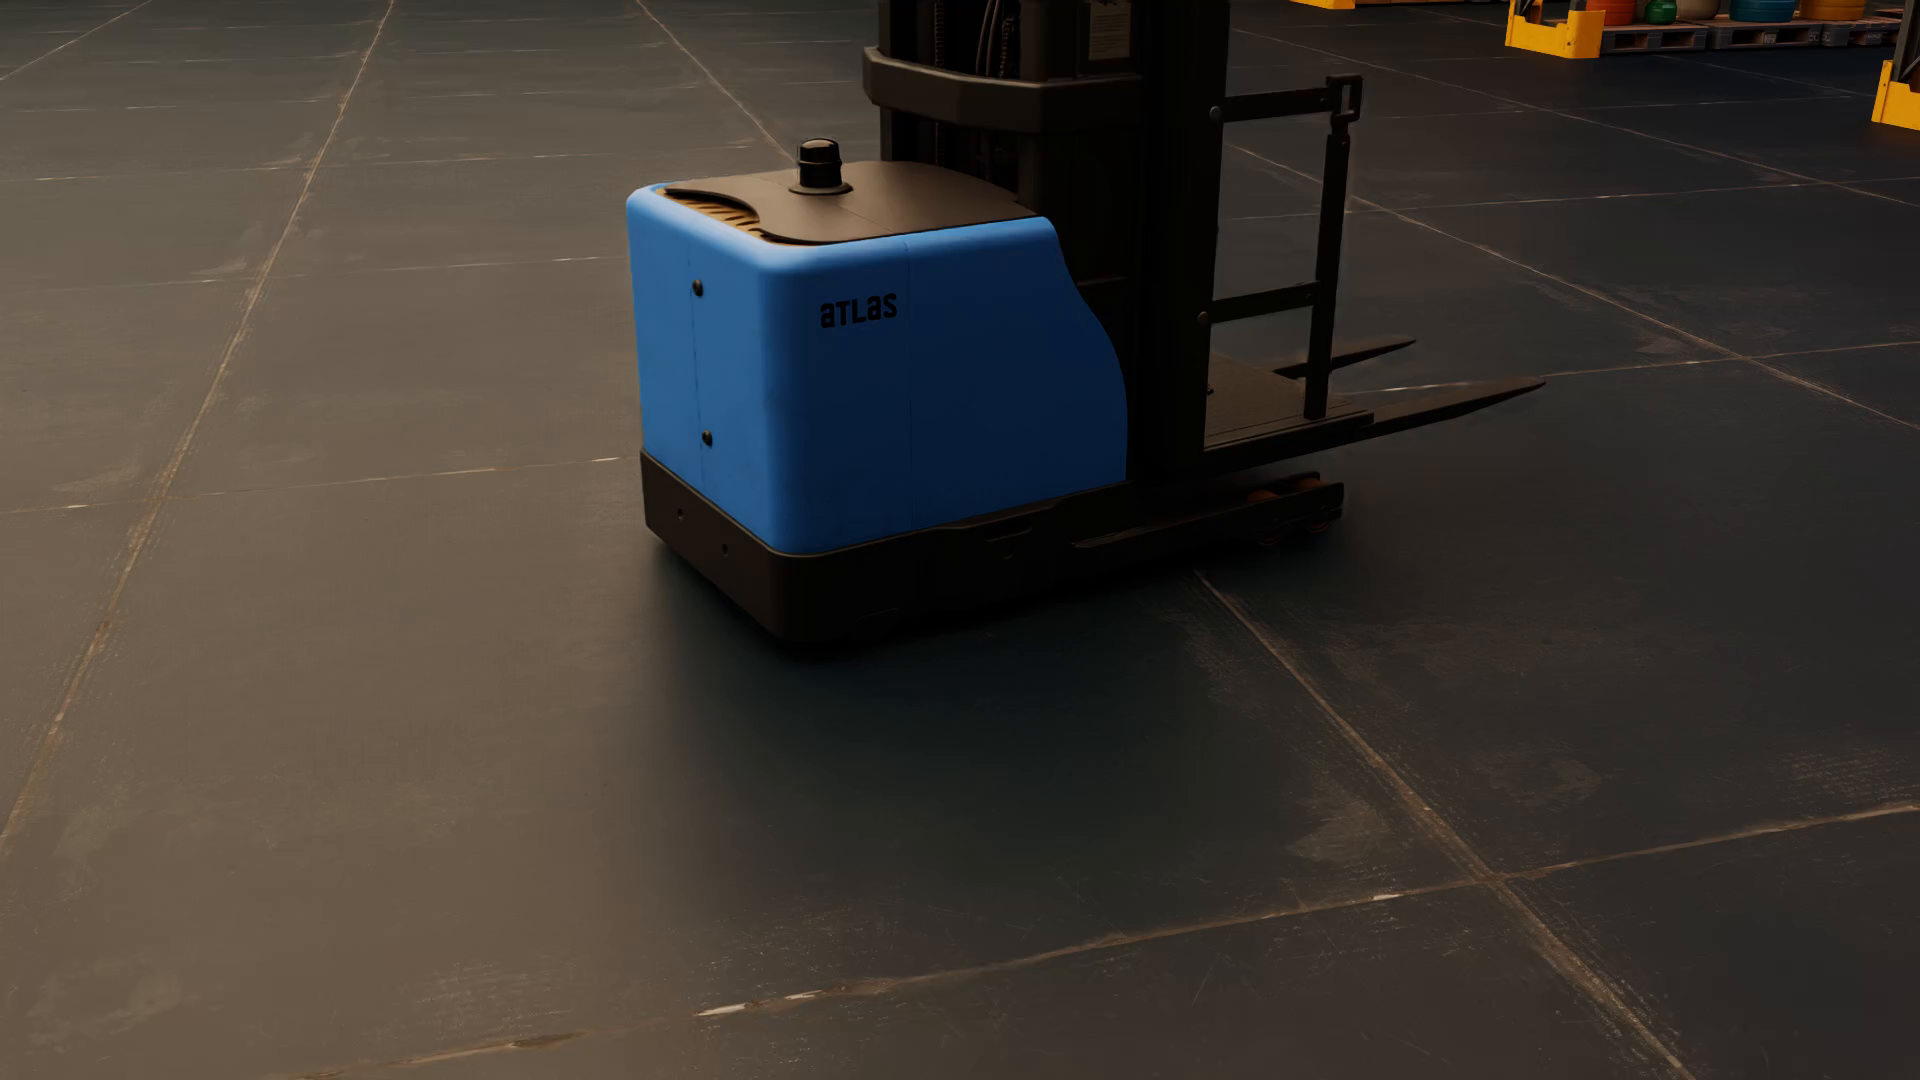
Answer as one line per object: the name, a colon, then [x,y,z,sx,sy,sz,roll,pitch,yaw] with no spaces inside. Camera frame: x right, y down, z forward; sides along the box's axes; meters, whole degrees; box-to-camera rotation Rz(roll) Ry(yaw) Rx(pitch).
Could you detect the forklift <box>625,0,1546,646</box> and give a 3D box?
forklift: [0.577,-1.492,4.815,3.031,2.935,1.130,-14,27,-29]
